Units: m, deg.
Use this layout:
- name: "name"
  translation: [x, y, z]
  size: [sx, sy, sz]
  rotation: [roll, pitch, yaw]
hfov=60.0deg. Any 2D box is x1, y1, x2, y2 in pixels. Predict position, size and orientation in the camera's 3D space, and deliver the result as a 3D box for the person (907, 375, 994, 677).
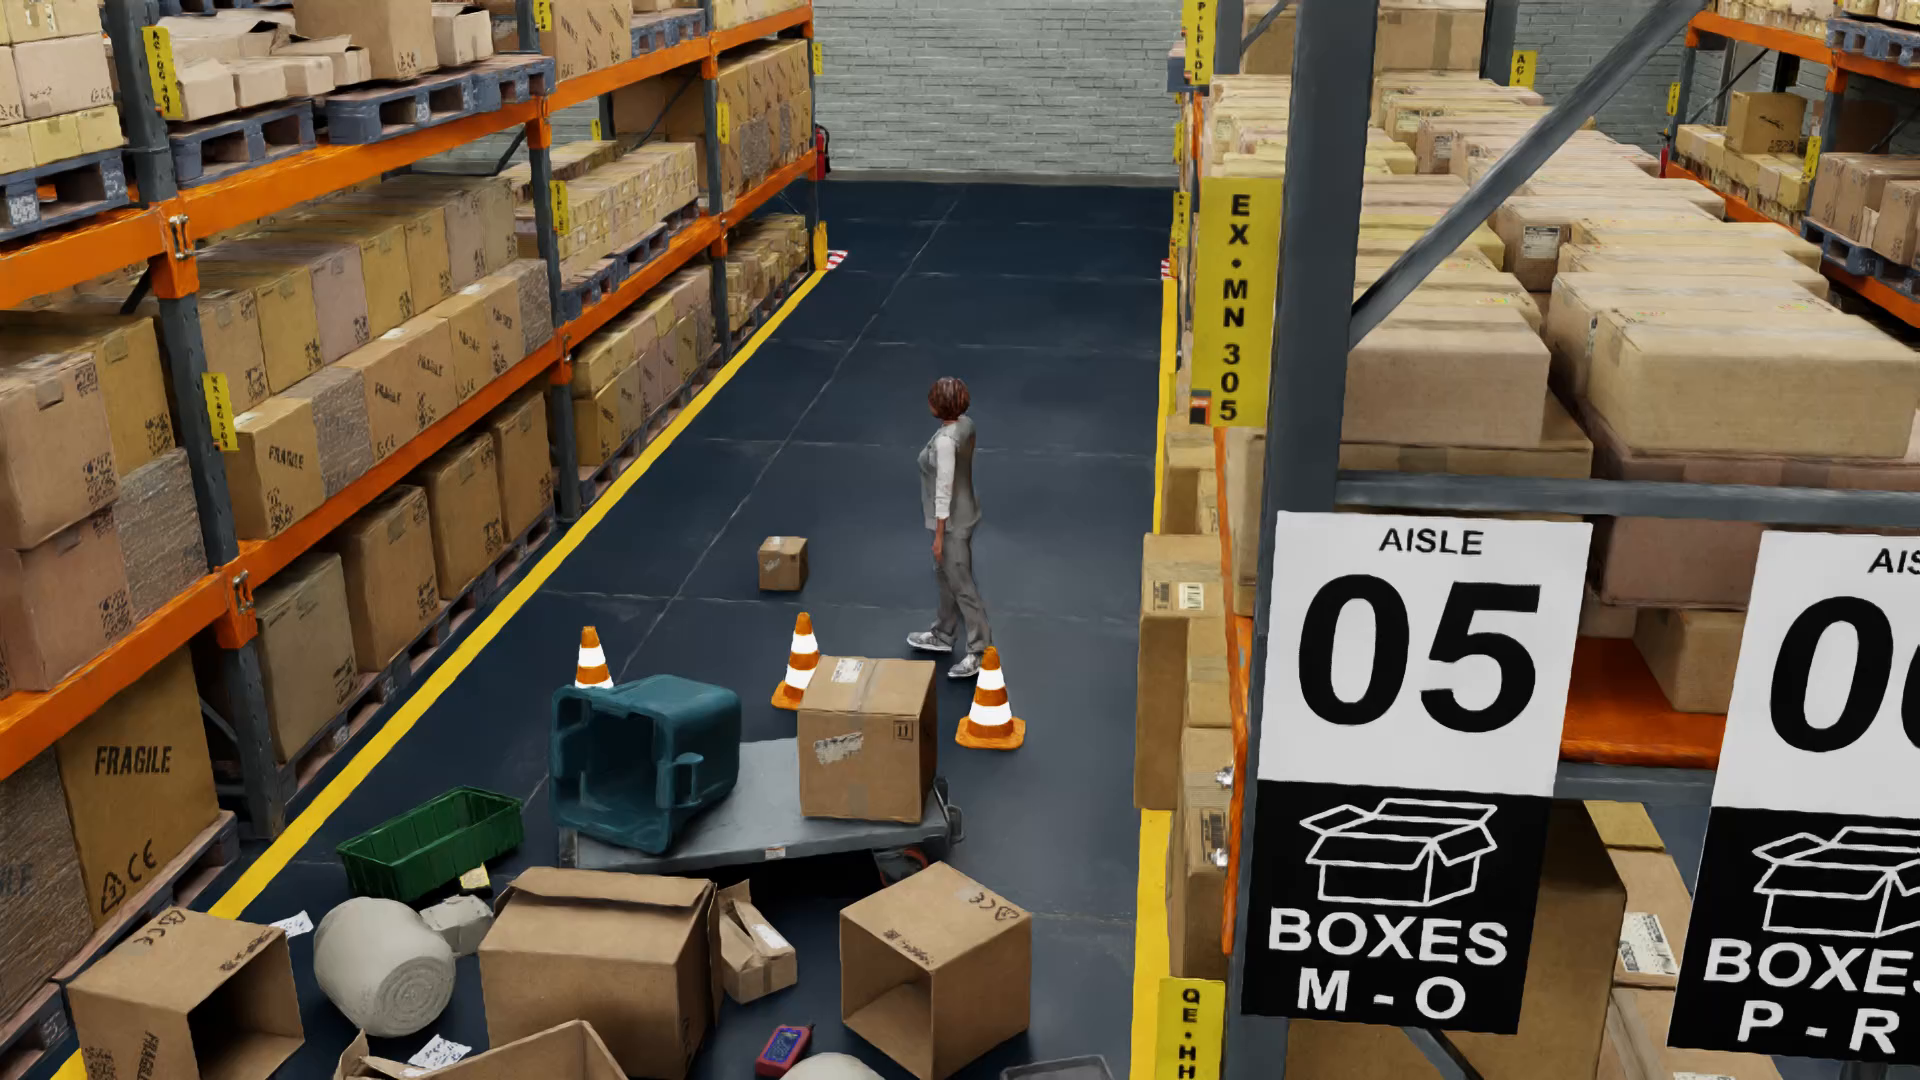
- name: "person"
  translation: [-0.057, -0.106, 8.823]
  size: [0.533, 1.587, 0.595]
  rotation: [5, 22, 11]
